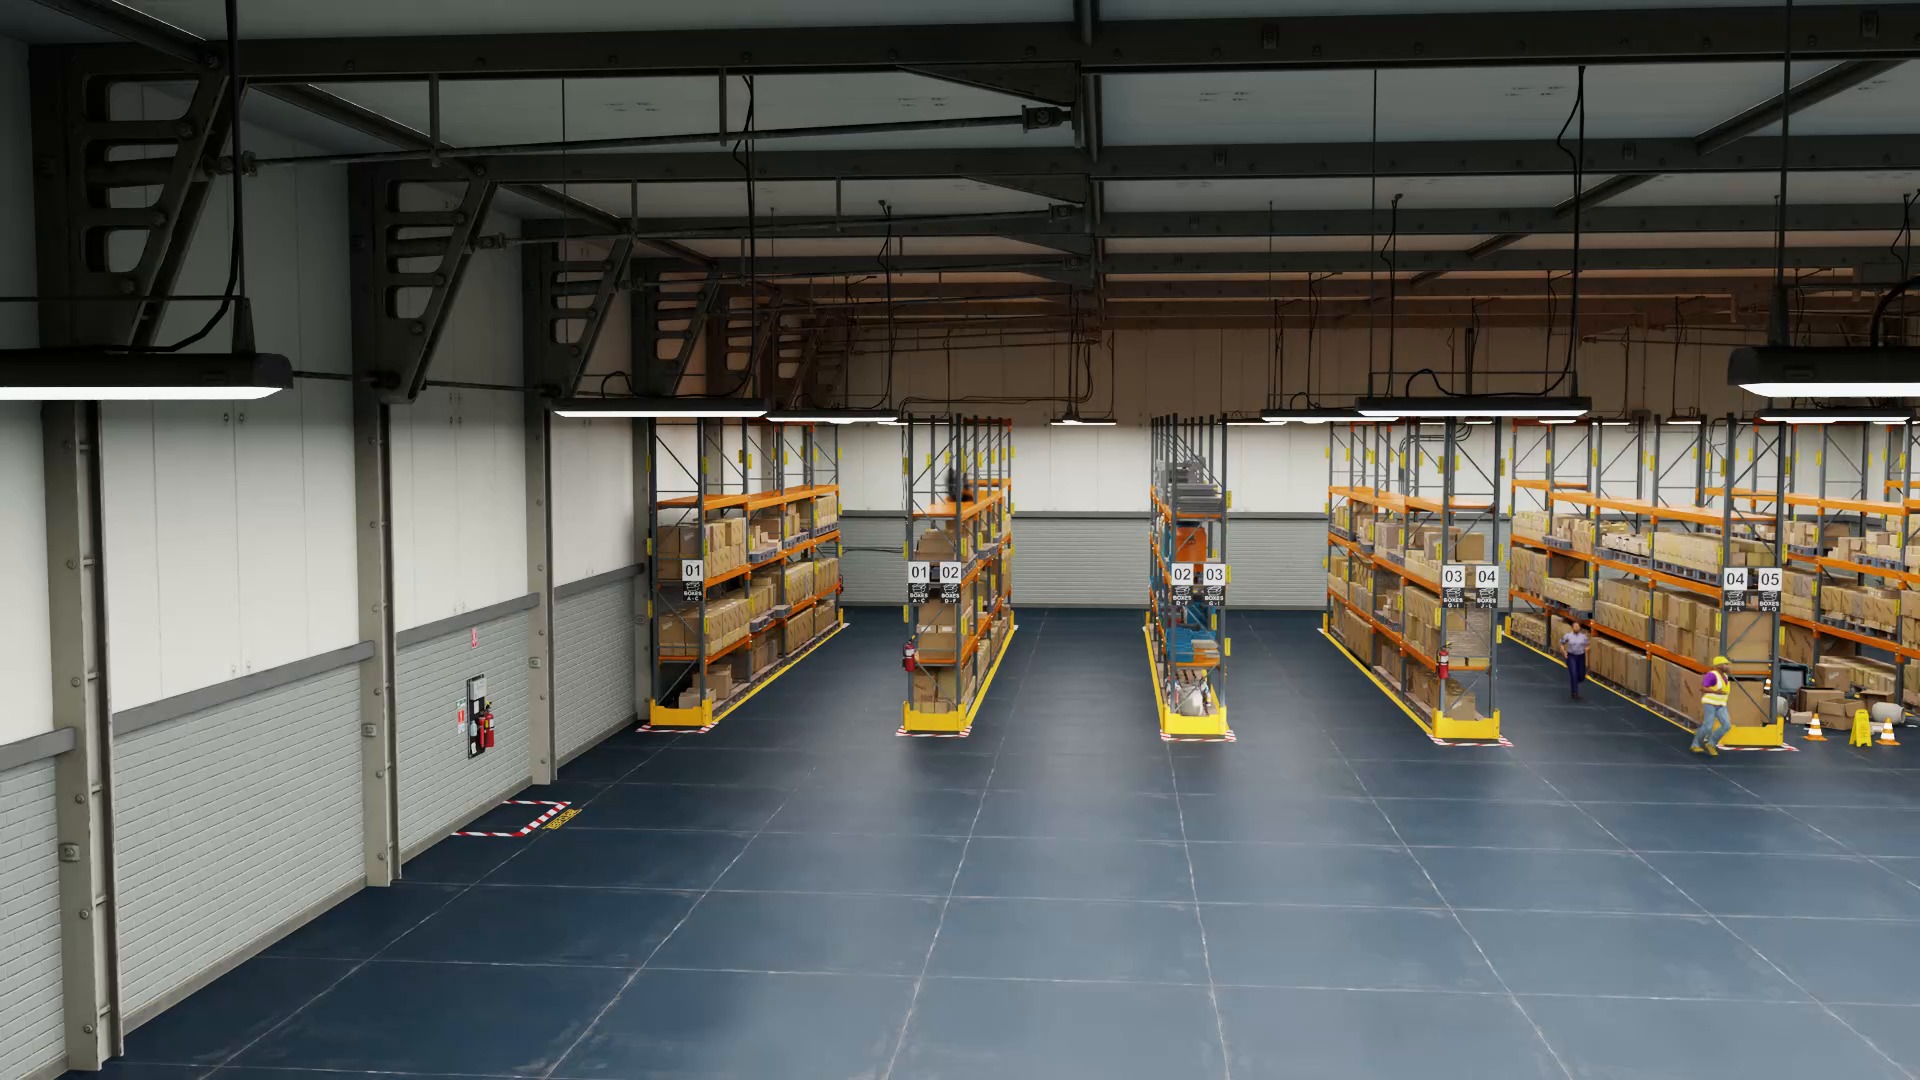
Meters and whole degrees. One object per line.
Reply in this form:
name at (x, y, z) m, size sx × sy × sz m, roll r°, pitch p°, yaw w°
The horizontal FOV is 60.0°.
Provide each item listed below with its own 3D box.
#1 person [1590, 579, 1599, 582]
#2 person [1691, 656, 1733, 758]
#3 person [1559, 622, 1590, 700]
person at (17.927, 1.690, 47.188) m, size 0.846 × 1.742 × 0.681 m, roll 0°, pitch 4°, yaw 2°
person at (13.288, 2.909, 29.094) m, size 0.704 × 1.776 × 0.694 m, roll -2°, pitch 4°, yaw -23°
person at (13.041, 2.587, 35.266) m, size 0.602 × 1.525 × 0.748 m, roll 0°, pitch 4°, yaw 2°
